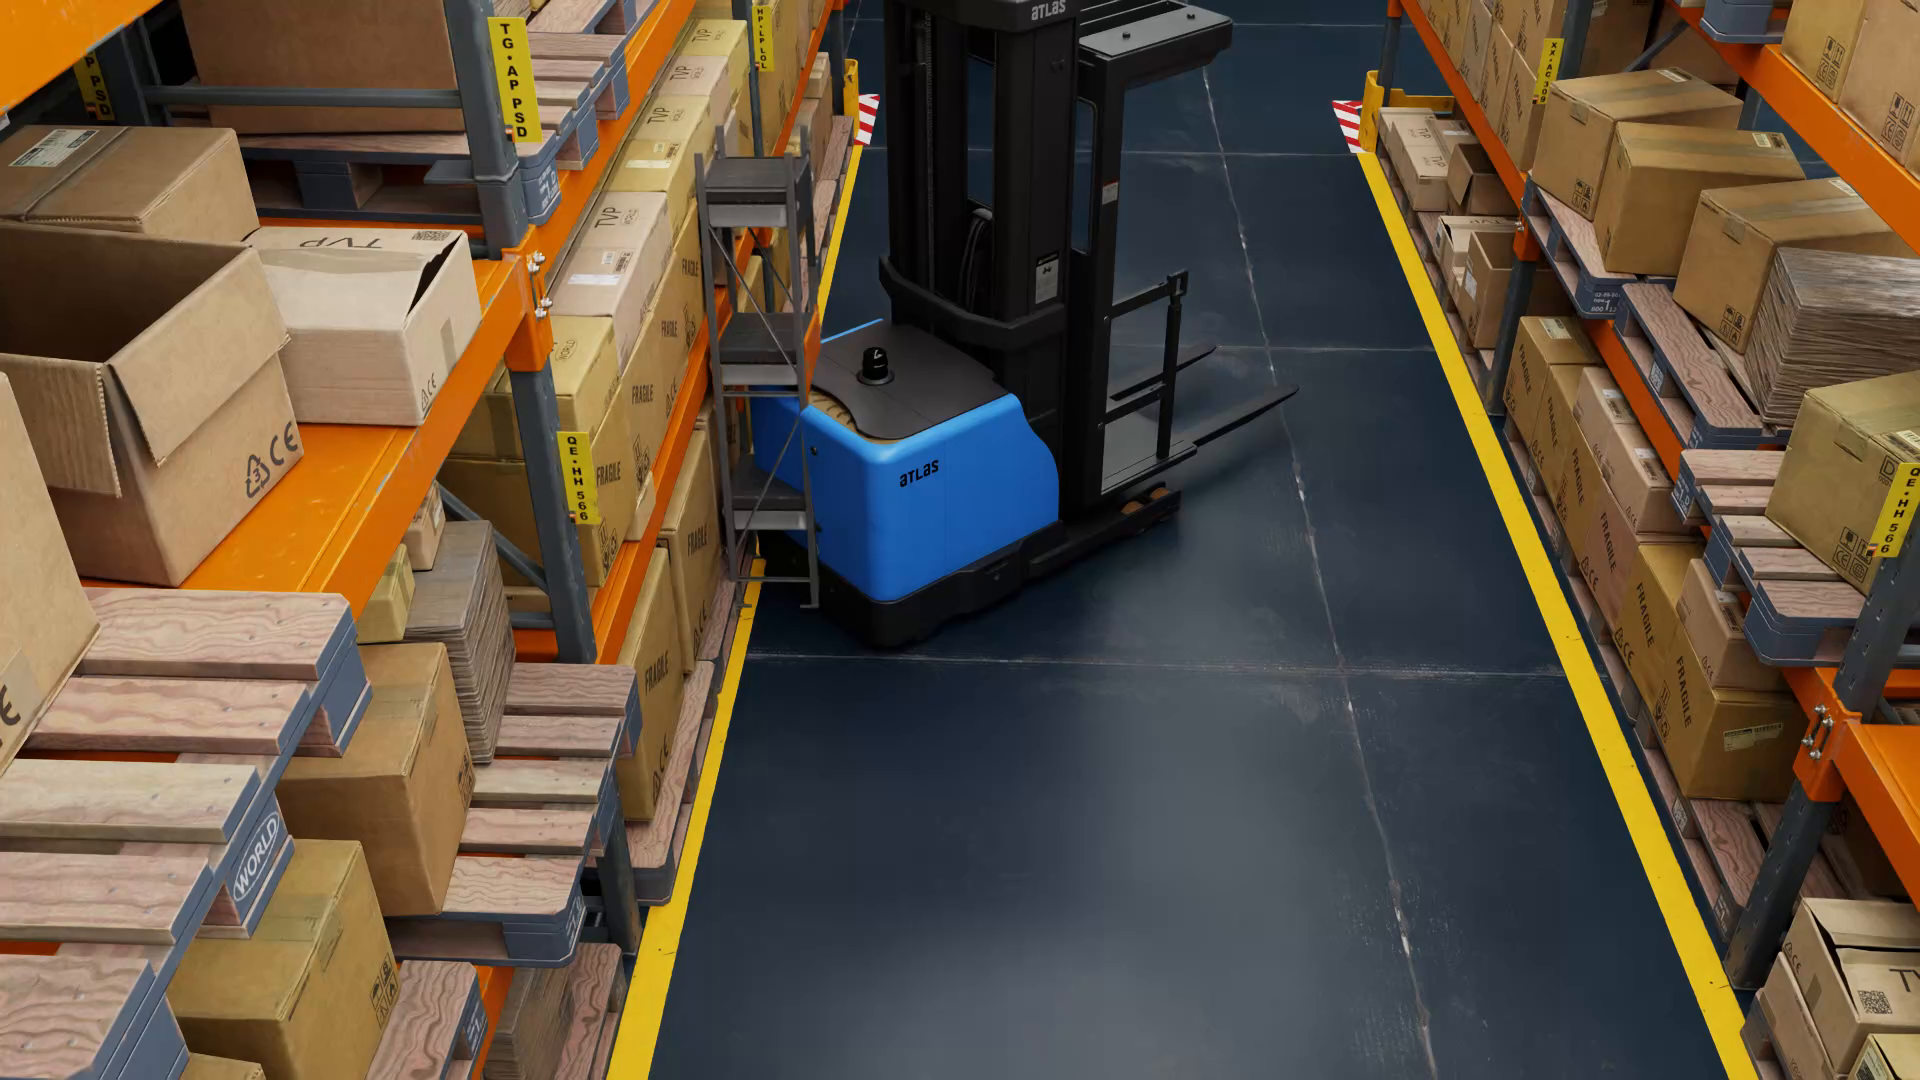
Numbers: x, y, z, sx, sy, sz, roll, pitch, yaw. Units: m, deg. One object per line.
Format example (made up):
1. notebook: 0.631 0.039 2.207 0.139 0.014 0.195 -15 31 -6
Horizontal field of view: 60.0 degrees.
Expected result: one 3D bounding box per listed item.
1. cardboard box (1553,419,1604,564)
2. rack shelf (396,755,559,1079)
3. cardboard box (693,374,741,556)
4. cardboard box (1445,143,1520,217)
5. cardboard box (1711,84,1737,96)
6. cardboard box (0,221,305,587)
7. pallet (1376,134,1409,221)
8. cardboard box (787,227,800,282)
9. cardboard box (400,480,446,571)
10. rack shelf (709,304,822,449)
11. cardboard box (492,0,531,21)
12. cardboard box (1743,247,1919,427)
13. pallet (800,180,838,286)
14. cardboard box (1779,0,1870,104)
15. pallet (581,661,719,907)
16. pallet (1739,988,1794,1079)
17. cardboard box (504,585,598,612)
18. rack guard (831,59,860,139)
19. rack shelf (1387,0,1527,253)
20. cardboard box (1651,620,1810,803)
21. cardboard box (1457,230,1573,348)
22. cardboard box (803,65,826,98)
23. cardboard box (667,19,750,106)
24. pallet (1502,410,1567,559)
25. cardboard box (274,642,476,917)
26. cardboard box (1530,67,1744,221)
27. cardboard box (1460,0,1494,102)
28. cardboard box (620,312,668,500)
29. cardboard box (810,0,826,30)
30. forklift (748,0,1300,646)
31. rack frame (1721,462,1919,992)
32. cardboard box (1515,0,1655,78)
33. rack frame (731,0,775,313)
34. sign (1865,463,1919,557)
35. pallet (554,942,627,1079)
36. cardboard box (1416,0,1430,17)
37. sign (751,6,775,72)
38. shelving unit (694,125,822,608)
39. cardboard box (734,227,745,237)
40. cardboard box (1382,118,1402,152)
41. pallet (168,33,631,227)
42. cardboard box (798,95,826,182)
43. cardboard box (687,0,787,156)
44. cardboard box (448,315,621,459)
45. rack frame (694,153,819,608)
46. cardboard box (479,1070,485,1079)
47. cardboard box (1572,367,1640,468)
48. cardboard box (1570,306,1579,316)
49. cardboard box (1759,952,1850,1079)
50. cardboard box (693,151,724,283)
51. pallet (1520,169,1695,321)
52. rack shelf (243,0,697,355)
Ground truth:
1. cardboard box: 3.128 -0.225 7.753 0.500 0.500 0.500 2 35 2
2. rack shelf: -1.762 1.695 3.855 1.077 0.370 4.000 1 35 2
3. cardboard box: -1.450 -0.451 7.788 0.750 0.750 0.750 2 35 3
4. cardboard box: 3.499 -2.172 10.520 0.797 0.503 0.637 1 35 2
5. cardboard box: 3.722 -2.261 8.772 0.500 0.500 0.500 2 35 3
6. cardboard box: -1.826 -0.283 3.328 0.797 0.503 0.637 6 36 9
7. pallet: 3.556 -2.589 11.751 1.003 0.211 1.213 1 35 2
8. cardboard box: -1.365 -1.911 10.169 0.700 0.500 0.500 1 35 1
9. cardboard box: -1.665 -0.035 4.658 0.380 0.149 0.250 -3 35 -4
10. rack shelf: -0.851 -0.725 7.418 0.431 0.518 0.480 1 27 3
11. cardboard box: -1.750 -1.782 5.098 0.700 0.500 0.500 0 35 -1
12. cardboard box: 3.409 -0.734 6.233 0.700 0.500 0.500 8 36 11
13. pallet: -1.366 -2.043 10.974 1.003 0.211 1.213 1 35 2
14. cardboard box: 3.294 -1.747 5.431 0.910 0.500 0.500 1 35 2
15. pallet: -1.574 0.942 6.727 1.003 0.211 1.213 1 35 2
16. pallet: 3.196 1.977 5.253 1.003 0.211 1.213 1 35 2
17. cardboard box: -1.437 0.163 5.611 0.380 0.149 0.250 1 35 1
18. rack guard: -1.359 -3.335 12.561 1.175 0.500 0.348 1 35 2
19. rack shelf: 3.509 -2.789 10.235 1.077 0.370 4.000 1 35 2
20. cardboard box: 3.071 0.664 6.487 0.500 0.500 0.500 3 35 4
21. cardboard box: 3.169 -1.425 9.460 0.500 0.500 0.500 1 35 2
22. cardboard box: -1.121 -3.129 11.339 0.380 0.149 0.250 2 35 3
23. cardboard box: -1.284 -2.249 7.827 0.500 0.250 0.500 2 35 3
24. pallet: 3.434 -0.325 8.529 1.003 0.211 1.213 1 35 2
25. cardboard box: -1.686 0.623 4.285 0.700 0.500 0.500 -2 35 -3
26. cardboard box: 3.187 -1.880 7.864 0.700 0.500 0.500 -10 36 -14
27. cardboard box: 3.230 -2.859 9.623 0.500 0.500 0.500 2 35 3
28. cardboard box: -1.376 -0.493 5.979 0.500 0.500 0.500 2 35 3
29. cardboard box: -1.389 -3.755 10.724 0.980 0.700 0.700 1 35 2
30. forklift: 0.478 -1.432 7.738 3.031 2.935 1.130 -26 43 -32
31. rack frame: 3.268 0.364 5.123 1.000 3.000 0.127 1 35 2
32. cardboard box: 3.191 -2.680 8.499 0.500 0.500 0.500 2 35 2
33. rack frame: -1.521 -2.046 8.553 1.000 3.000 0.127 1 35 2
34. sign: 2.726 -0.084 4.823 0.100 0.325 0.005 1 35 2
35. pallet: -1.714 1.842 5.446 1.003 0.211 1.213 1 35 2
36. cardboard box: 3.293 -3.728 10.858 0.500 0.500 0.500 1 35 1
37. sign: -0.978 -2.480 8.233 0.100 0.325 0.005 1 35 2
38. shelving unit: -0.851 -0.737 7.411 0.431 2.100 0.503 1 27 3
39. cardboard box: -1.238 -1.605 8.126 0.380 0.149 0.250 2 35 3
40. cardboard box: 3.220 -2.877 11.816 0.380 0.166 0.250 1 35 2
41. pallet: -1.709 -1.269 5.003 1.213 0.211 1.003 3 35 4
42. cardboard box: -1.308 -2.801 11.436 0.700 0.500 0.500 1 35 2
43. cardboard box: -1.483 -2.480 8.909 0.980 0.700 0.700 2 35 3
44. cardboard box: -1.404 -0.497 5.333 0.500 0.250 0.500 2 35 3
45. rack frame: -0.862 -0.627 7.194 0.400 2.100 0.015 1 27 3
46. cardboard box: -1.795 1.803 4.867 0.700 0.500 0.500 1 35 2
47. cardboard box: 3.126 -0.551 7.565 0.500 0.250 0.500 1 35 2
48. cardboard box: 3.662 -1.250 9.376 0.500 0.311 0.500 1 35 2
49. cardboard box: 2.954 1.612 5.374 0.500 0.250 0.500 1 35 2
50. cardboard box: -1.327 -1.364 7.219 0.500 0.500 0.500 1 35 2
51. pallet: 3.288 -1.399 7.798 1.003 0.211 1.213 1 35 2
52. rack shelf: -1.601 -1.830 6.262 1.077 0.370 4.000 1 35 2
